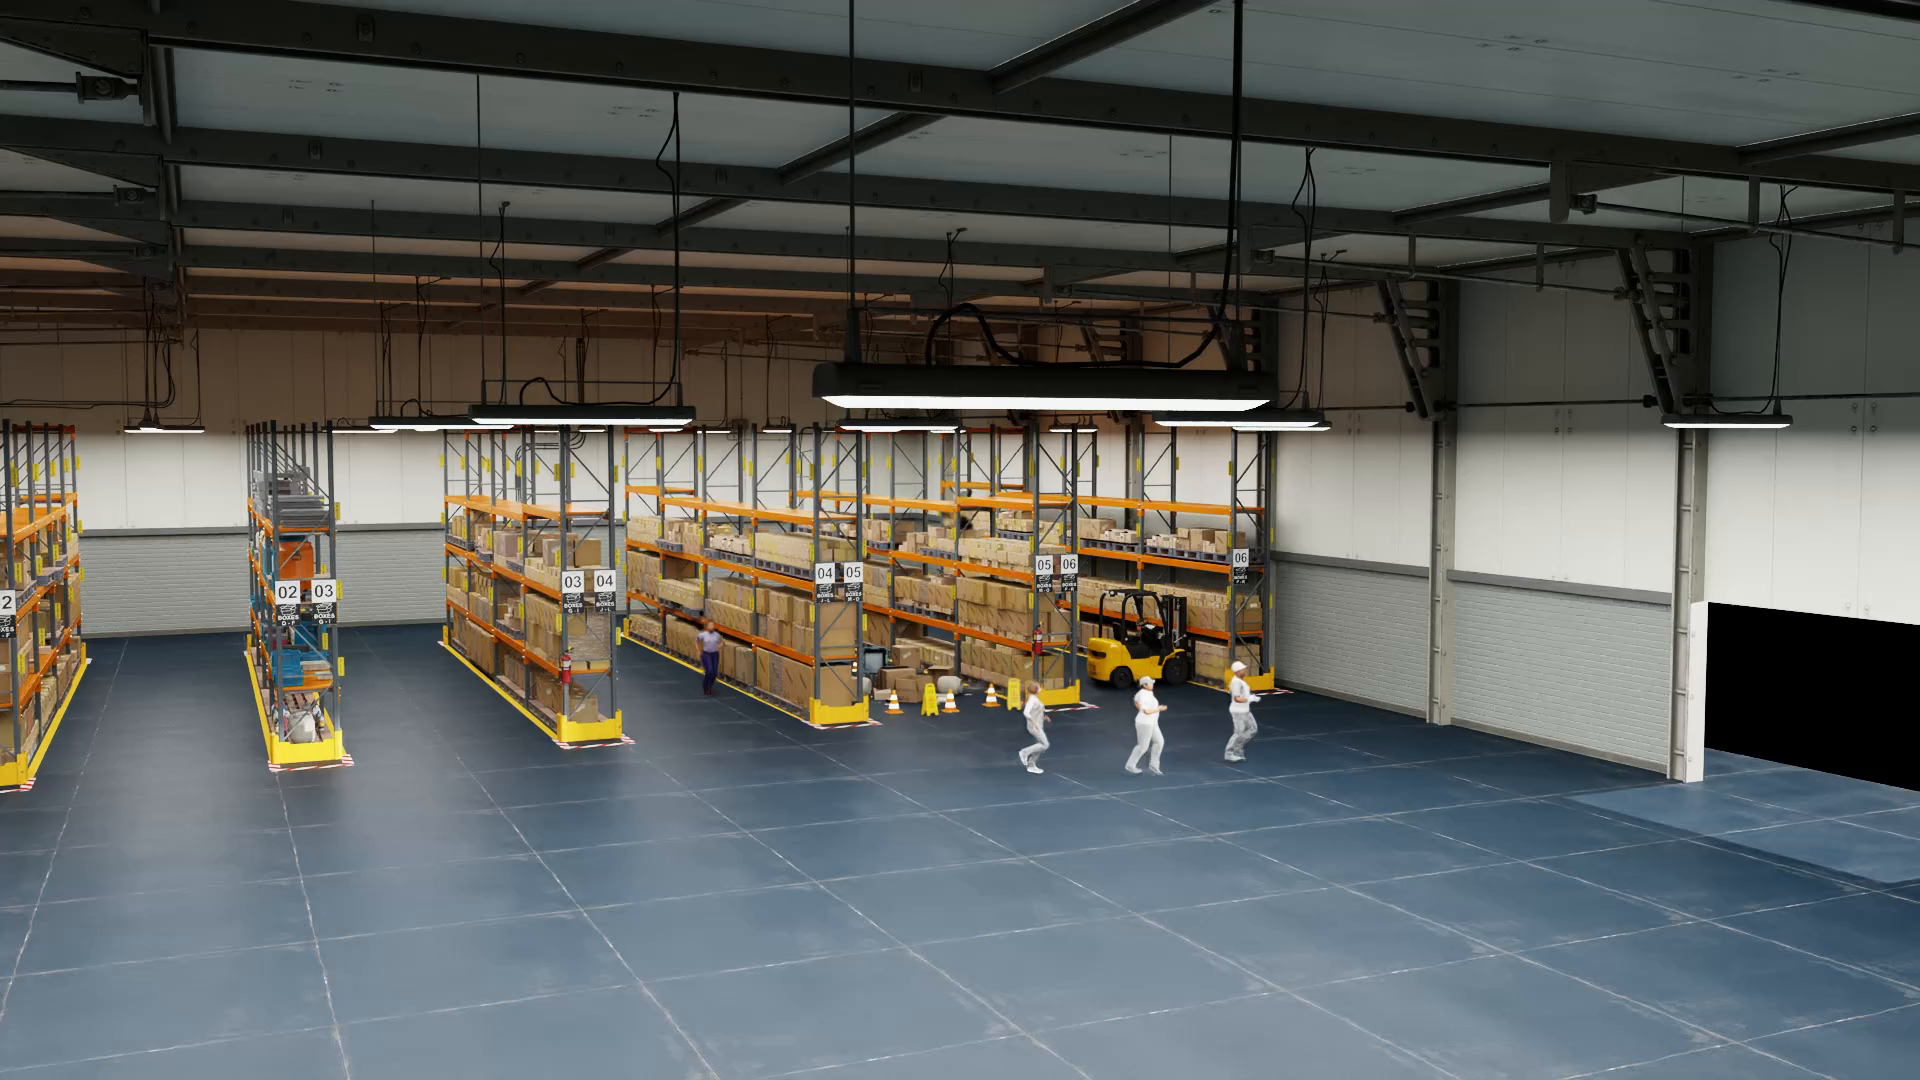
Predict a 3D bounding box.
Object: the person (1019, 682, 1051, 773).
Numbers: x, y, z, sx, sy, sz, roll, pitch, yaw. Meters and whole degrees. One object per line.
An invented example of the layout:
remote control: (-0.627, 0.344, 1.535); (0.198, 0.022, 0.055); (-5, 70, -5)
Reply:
person: (1.280, 3.185, 28.257); (0.544, 1.555, 0.536); (0, 4, 7)

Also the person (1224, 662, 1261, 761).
person: (4.963, 3.017, 29.123); (0.652, 1.779, 0.662); (1, 4, 20)

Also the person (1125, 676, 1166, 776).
person: (3.135, 3.147, 27.977); (0.708, 1.723, 0.566); (1, 4, 16)

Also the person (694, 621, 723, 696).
person: (-5.504, 2.621, 36.702); (0.577, 1.648, 0.663); (-2, 4, -32)
